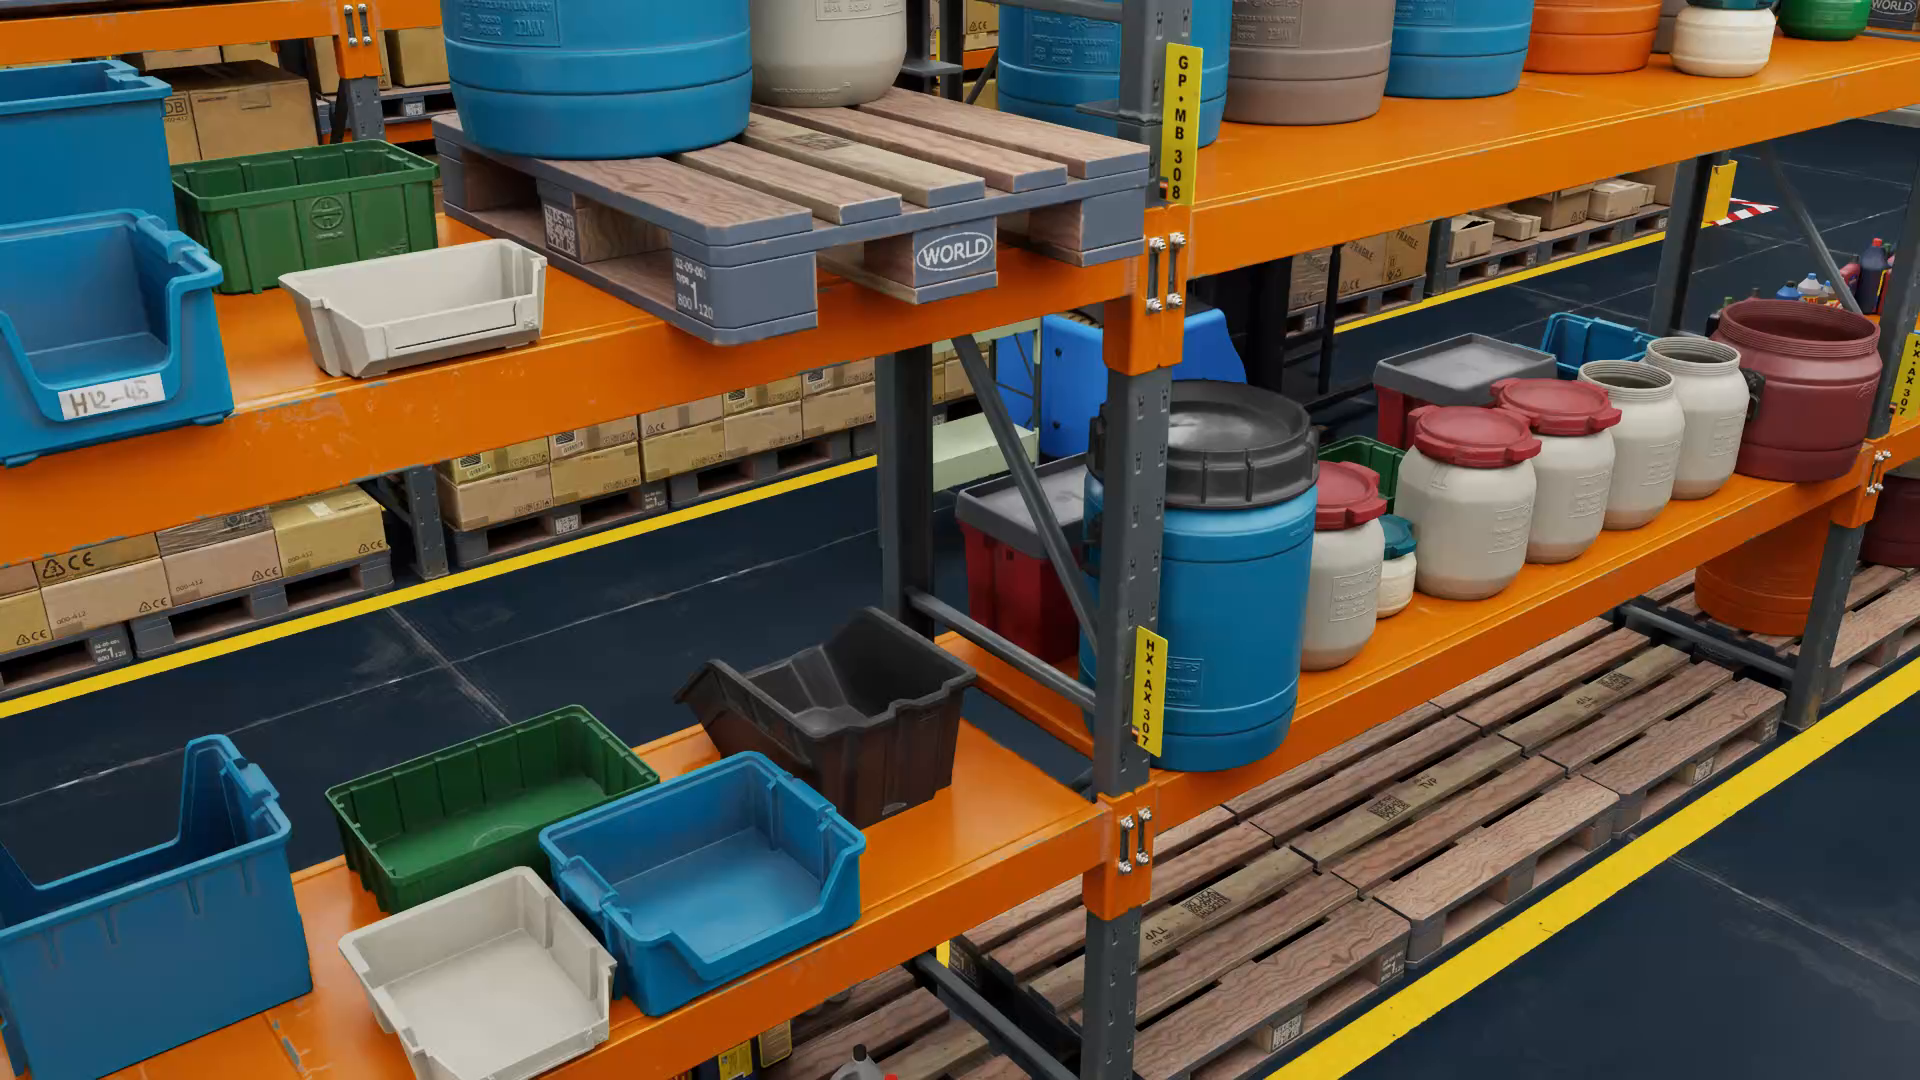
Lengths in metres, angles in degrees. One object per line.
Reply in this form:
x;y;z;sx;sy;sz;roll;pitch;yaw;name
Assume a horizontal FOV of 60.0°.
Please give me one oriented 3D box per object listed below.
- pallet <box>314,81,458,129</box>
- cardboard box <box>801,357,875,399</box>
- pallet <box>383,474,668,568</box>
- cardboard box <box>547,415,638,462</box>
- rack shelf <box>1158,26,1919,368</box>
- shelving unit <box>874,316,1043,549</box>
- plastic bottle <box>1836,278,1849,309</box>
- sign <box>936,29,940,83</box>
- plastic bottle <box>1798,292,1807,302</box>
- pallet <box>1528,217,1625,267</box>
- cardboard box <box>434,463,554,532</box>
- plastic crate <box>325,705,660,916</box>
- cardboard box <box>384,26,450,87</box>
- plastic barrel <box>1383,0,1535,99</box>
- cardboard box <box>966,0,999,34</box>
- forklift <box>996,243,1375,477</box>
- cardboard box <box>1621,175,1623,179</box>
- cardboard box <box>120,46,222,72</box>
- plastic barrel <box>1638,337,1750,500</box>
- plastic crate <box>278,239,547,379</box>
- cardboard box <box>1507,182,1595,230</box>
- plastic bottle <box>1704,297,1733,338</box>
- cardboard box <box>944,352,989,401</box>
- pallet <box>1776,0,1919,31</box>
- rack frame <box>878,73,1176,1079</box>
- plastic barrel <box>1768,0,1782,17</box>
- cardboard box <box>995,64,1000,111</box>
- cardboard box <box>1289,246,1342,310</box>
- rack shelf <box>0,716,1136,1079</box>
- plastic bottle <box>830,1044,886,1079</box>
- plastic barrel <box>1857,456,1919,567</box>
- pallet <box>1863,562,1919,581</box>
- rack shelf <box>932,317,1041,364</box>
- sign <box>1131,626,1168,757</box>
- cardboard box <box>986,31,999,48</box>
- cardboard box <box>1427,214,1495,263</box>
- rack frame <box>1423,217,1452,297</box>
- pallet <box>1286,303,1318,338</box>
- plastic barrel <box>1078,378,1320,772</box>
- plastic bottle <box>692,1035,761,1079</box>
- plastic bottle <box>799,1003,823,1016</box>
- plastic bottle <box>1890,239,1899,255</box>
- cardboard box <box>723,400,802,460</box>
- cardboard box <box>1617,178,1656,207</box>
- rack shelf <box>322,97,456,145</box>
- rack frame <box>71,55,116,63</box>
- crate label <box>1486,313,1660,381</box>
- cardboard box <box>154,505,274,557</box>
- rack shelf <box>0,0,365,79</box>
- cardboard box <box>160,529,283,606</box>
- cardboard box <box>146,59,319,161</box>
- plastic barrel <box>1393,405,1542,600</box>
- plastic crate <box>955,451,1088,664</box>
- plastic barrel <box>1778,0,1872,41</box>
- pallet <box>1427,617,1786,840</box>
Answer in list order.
-4.367;-3.395;12.729;1.213;0.211;1.003;-18;31;-34;pallet
-0.839;-1.082;9.620;0.500;0.311;0.500;-18;31;-34;cardboard box
-2.367;-0.270;9.081;1.213;0.211;1.003;-18;31;-34;pallet
-2.047;-0.681;8.756;0.500;0.311;0.500;-19;31;-35;cardboard box
1.705;-1.242;5.155;4.000;0.370;1.077;-18;31;-34;rack shelf
-0.005;-0.679;8.431;0.755;1.500;0.431;-18;31;-34;shelving unit
4.154;-1.145;7.889;0.097;0.201;0.097;0;25;0;plastic bottle
-0.117;-3.036;10.447;0.005;0.325;0.100;-18;31;-34;sign
3.847;-1.044;7.672;0.097;0.201;0.097;0;25;0;plastic bottle
4.874;-2.640;14.189;1.213;0.211;1.003;-18;31;-34;pallet
-2.452;-0.296;8.593;0.500;0.250;0.500;-19;31;-35;cardboard box
-1.111;0.667;4.002;0.662;0.188;0.450;-18;31;-34;plastic crate
-4.165;-3.798;12.729;0.500;0.500;0.700;-18;31;-34;cardboard box
1.427;-1.820;4.950;0.708;0.901;0.600;-18;31;-34;plastic barrel
0.105;-5.035;15.539;0.500;0.500;0.500;-19;31;-35;cardboard box
1.594;-1.935;9.438;3.031;2.935;1.130;-21;32;-37;forklift
5.979;-3.359;15.289;0.250;0.149;0.380;-18;31;-34;cardboard box
-5.561;-3.336;11.734;0.500;0.500;0.700;-18;30;-34;cardboard box
2.601;-0.440;6.003;0.421;0.512;0.421;0;25;0;plastic barrel
-0.883;-0.379;2.753;0.396;0.136;0.243;-18;31;-34;plastic crate
4.848;-2.965;14.019;0.637;0.503;0.797;-18;31;-34;cardboard box
3.334;-0.921;7.310;0.133;0.283;0.061;-18;31;-34;plastic bottle
-0.038;-1.095;10.314;0.500;0.250;0.500;-17;30;-33;cardboard box
3.941;-2.169;6.521;1.213;0.211;1.003;-18;31;-34;pallet
0.131;0.311;4.516;0.127;3.000;1.000;-18;31;-34;rack frame
2.845;-2.160;6.144;0.421;0.512;0.421;0;25;0;plastic barrel
0.651;-2.806;10.616;0.700;0.500;0.500;15;29;29;cardboard box
2.372;-1.995;11.933;0.500;0.500;0.500;-18;30;-33;cardboard box
-1.443;1.157;3.548;4.000;0.370;1.077;-18;31;-34;rack shelf
-0.287;1.528;4.517;0.185;0.351;0.144;-18;31;-34;plastic bottle
4.542;-0.250;8.092;0.708;0.588;0.600;-18;31;-34;plastic barrel
4.833;0.003;8.492;1.213;0.211;1.003;-18;31;-34;pallet
-0.005;-1.033;8.266;0.720;0.370;0.431;-18;31;-34;rack shelf
0.462;0.371;4.059;0.005;0.325;0.100;-18;31;-34;sign
0.222;-4.762;15.722;0.250;0.149;0.380;-18;30;-34;cardboard box
3.837;-2.426;13.085;0.500;0.311;0.500;-18;31;-34;cardboard box
3.373;-3.409;12.531;0.127;3.000;1.000;-18;31;-34;rack frame
1.795;-1.601;11.949;1.213;0.211;1.003;-18;31;-34;pallet
0.622;0.084;4.410;0.708;0.901;0.600;-18;31;-34;plastic barrel
-0.671;1.433;4.722;0.185;0.351;0.144;-18;31;-34;plastic bottle
-0.470;1.345;5.090;0.097;0.201;0.097;0;25;0;plastic bottle
4.634;-1.359;8.173;0.185;0.351;0.144;-18;31;-34;plastic bottle
-1.243;-0.696;9.454;0.500;0.250;0.500;-18;30;-33;cardboard box
5.870;-3.064;14.631;0.250;0.166;0.380;-18;31;-34;cardboard box
-4.408;-3.164;12.858;4.000;0.370;1.077;-18;31;-34;rack shelf
-5.982;-2.970;11.587;0.127;3.000;1.000;-18;31;-34;rack frame
2.330;-0.575;6.384;0.616;0.435;0.502;-18;31;-34;crate label
-3.553;-0.295;7.699;0.500;0.500;0.500;-18;31;-34;cardboard box
-4.496;-1.845;6.454;4.000;0.370;1.077;-18;31;-34;rack shelf
-3.552;0.046;7.856;0.500;0.250;0.500;-18;31;-34;cardboard box
-3.268;-1.847;7.506;0.500;0.500;0.700;-18;30;-34;cardboard box
1.596;-0.117;5.277;0.433;0.535;0.433;0;25;0;plastic barrel
0.323;0.055;4.992;0.583;0.464;0.402;-18;31;-34;plastic crate
3.116;-1.937;5.981;0.294;0.245;0.294;0;25;0;plastic barrel
2.645;0.726;6.936;1.213;0.211;1.003;-18;31;-34;pallet
